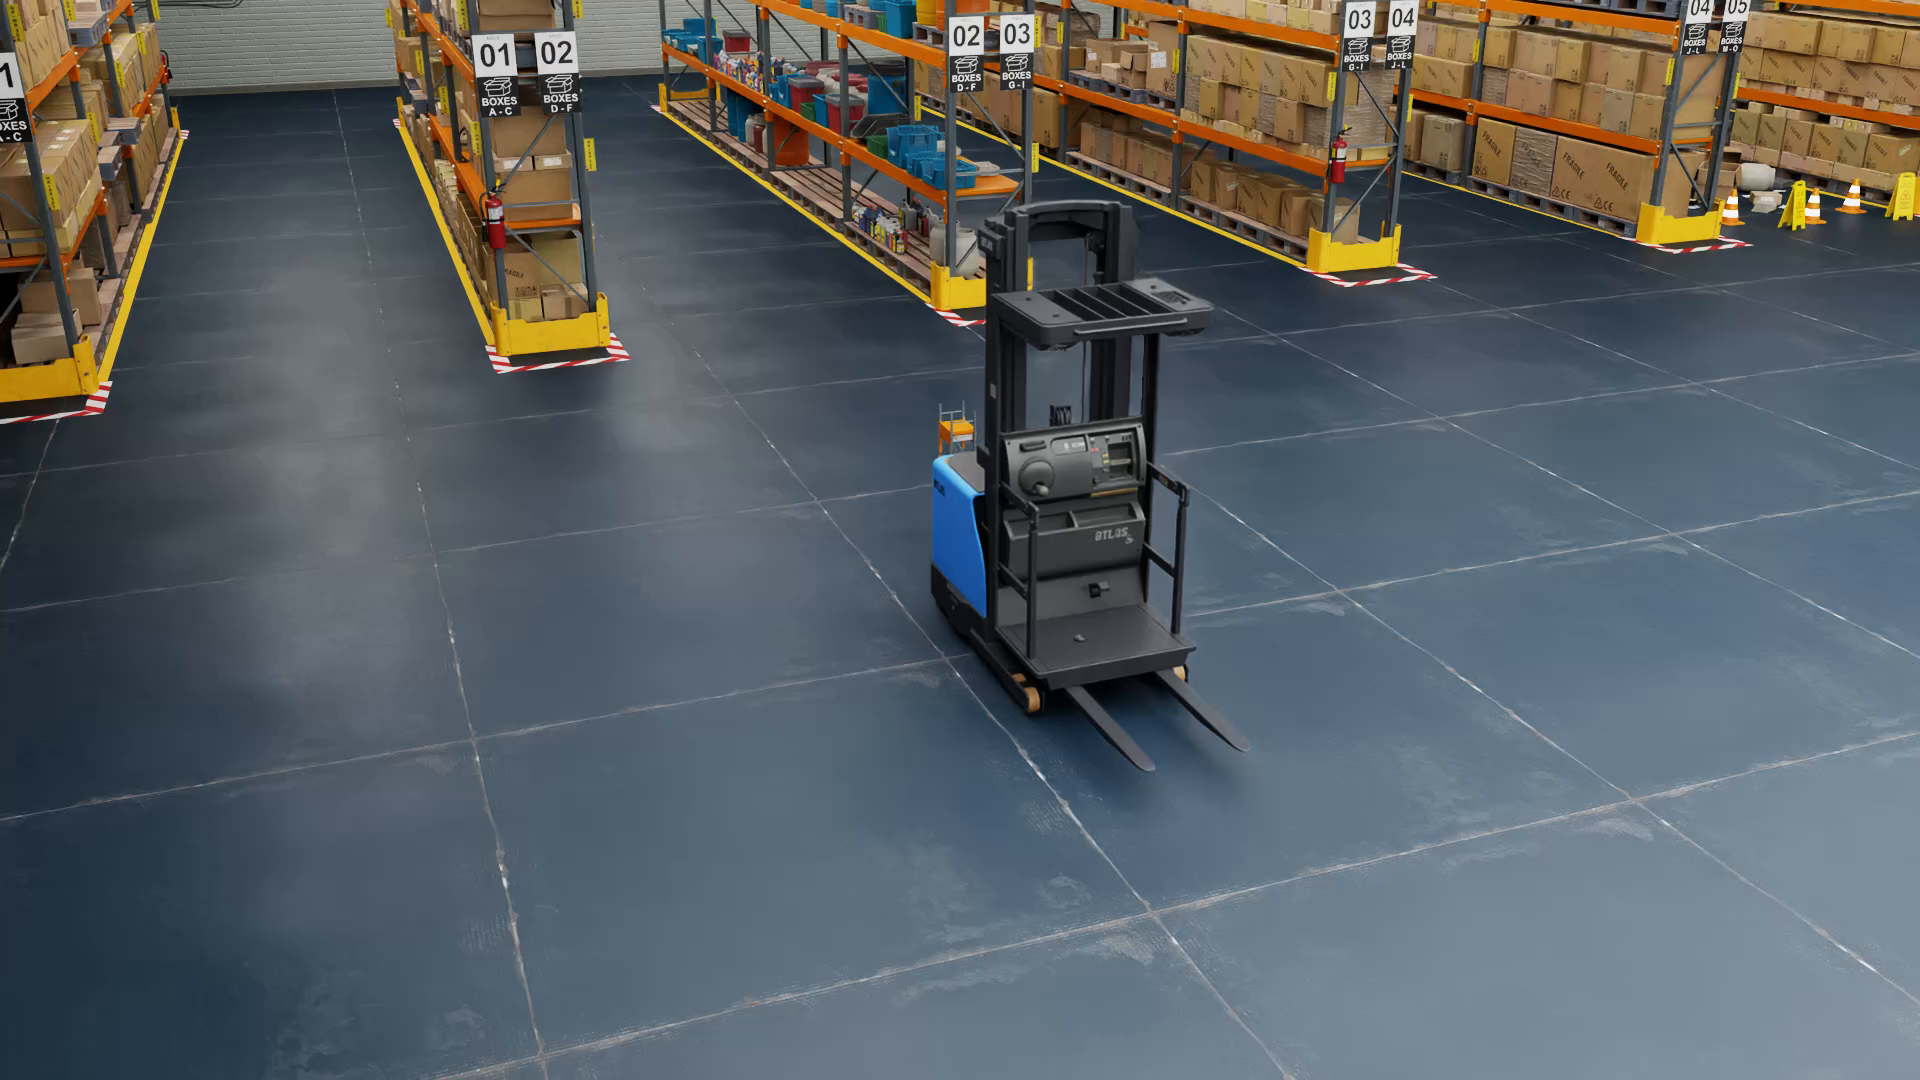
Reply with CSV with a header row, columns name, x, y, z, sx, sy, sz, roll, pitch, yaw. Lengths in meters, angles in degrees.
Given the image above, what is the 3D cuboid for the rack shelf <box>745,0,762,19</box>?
name,x,y,z,sx,sy,sz,roll,pitch,yaw
rack shelf,-3.210,-8.799,26.829,1.077,0.370,4.000,-8,24,-19

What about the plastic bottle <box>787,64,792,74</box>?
name,x,y,z,sx,sy,sz,roll,pitch,yaw
plastic bottle,-2.777,-7.630,27.156,0.097,0.271,0.097,0,23,0

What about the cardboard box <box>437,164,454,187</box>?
name,x,y,z,sx,sy,sz,roll,pitch,yaw
cardboard box,-7.035,-5.108,23.285,0.500,0.311,0.500,-9,24,-20

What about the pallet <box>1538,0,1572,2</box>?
name,x,y,z,sx,sy,sz,roll,pitch,yaw
pallet,8.499,-7.935,23.966,1.003,0.211,1.213,-8,24,-19

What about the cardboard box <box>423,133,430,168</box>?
name,x,y,z,sx,sy,sz,roll,pitch,yaw
cardboard box,-8.062,-6.080,25.965,0.500,0.500,0.500,-9,25,-21

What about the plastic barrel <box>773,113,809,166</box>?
name,x,y,z,sx,sy,sz,roll,pitch,yaw
plastic barrel,-2.692,-6.391,26.304,0.600,0.830,0.708,-8,24,-19

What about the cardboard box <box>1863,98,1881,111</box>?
name,x,y,z,sx,sy,sz,roll,pitch,yaw
cardboard box,13.512,-6.408,24.414,0.380,0.149,0.250,-8,24,-18

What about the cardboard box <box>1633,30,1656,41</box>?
name,x,y,z,sx,sy,sz,roll,pitch,yaw
cardboard box,11.898,-8.679,28.428,0.500,0.500,0.500,-9,25,-21

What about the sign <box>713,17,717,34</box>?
name,x,y,z,sx,sy,sz,roll,pitch,yaw
sign,-4.820,-10.085,32.606,0.100,0.325,0.005,-8,24,-19

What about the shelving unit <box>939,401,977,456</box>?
name,x,y,z,sx,sy,sz,roll,pitch,yaw
shelving unit,-0.019,-0.503,12.592,0.215,1.050,0.252,-8,24,-19

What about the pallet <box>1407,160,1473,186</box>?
name,x,y,z,sx,sy,sz,roll,pitch,yaw
pallet,7.876,-5.877,26.422,1.003,0.211,1.213,-8,24,-19

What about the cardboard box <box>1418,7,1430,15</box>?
name,x,y,z,sx,sy,sz,roll,pitch,yaw
cardboard box,9.585,-10.694,34.132,0.500,0.500,0.500,-8,24,-19

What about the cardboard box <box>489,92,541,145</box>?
name,x,y,z,sx,sy,sz,roll,pitch,yaw
cardboard box,-4.675,-4.462,17.675,0.700,0.500,0.500,-9,24,-20

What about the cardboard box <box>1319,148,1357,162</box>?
name,x,y,z,sx,sy,sz,roll,pitch,yaw
cardboard box,4.663,-4.754,20.491,0.380,0.149,0.250,-8,24,-19

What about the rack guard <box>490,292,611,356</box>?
name,x,y,z,sx,sy,sz,roll,pitch,yaw
rack guard,-4.304,-2.276,17.507,1.175,0.500,0.348,-8,24,-19

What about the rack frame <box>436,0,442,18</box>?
name,x,y,z,sx,sy,sz,roll,pitch,yaw
rack frame,-5.725,-7.655,19.325,1.000,3.000,0.127,-8,24,-19

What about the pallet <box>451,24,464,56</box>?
name,x,y,z,sx,sy,sz,roll,pitch,yaw
pallet,-4.973,-5.483,18.148,1.003,0.211,1.213,-8,24,-19

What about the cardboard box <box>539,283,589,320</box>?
name,x,y,z,sx,sy,sz,roll,pitch,yaw
cardboard box,-4.294,-2.589,18.029,0.500,0.250,0.500,-8,24,-19

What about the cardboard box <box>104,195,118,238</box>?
name,x,y,z,sx,sy,sz,roll,pitch,yaw
cardboard box,-11.193,-4.079,21.218,0.700,0.500,0.500,-8,24,-19

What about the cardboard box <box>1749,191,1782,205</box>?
name,x,y,z,sx,sy,sz,roll,pitch,yaw
cardboard box,11.875,-5.040,24.515,0.380,0.149,0.250,4,23,9

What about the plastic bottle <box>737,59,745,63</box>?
name,x,y,z,sx,sy,sz,roll,pitch,yaw
plastic bottle,-3.640,-7.882,27.749,0.152,0.276,0.135,-8,24,-19

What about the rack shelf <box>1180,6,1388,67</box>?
name,x,y,z,sx,sy,sz,roll,pitch,yaw
rack shelf,4.250,-6.572,21.545,1.077,0.370,4.000,-8,24,-19

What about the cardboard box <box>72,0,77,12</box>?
name,x,y,z,sx,sy,sz,roll,pitch,yaw
cardboard box,-11.400,-6.618,20.569,0.797,0.503,0.637,-5,23,-12

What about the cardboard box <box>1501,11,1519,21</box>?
name,x,y,z,sx,sy,sz,roll,pitch,yaw
cardboard box,10.616,-10.087,31.403,0.500,0.500,0.500,-8,24,-19

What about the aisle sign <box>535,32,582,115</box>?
name,x,y,z,sx,sy,sz,roll,pitch,yaw
aisle sign,-4.003,-4.653,16.580,0.394,0.787,0.004,-8,24,-19

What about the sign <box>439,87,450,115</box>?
name,x,y,z,sx,sy,sz,roll,pitch,yaw
sign,-6.230,-5.309,20.096,0.100,0.325,0.005,-8,24,-19

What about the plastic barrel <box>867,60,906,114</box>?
name,x,y,z,sx,sy,sz,roll,pitch,yaw
plastic barrel,-0.943,-5.982,22.434,0.600,0.901,0.708,-8,24,-19

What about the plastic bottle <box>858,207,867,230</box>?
name,x,y,z,sx,sy,sz,roll,pitch,yaw
plastic bottle,-1.248,-4.227,21.856,0.152,0.276,0.135,-7,24,-17

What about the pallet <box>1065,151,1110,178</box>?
name,x,y,z,sx,sy,sz,roll,pitch,yaw
pallet,2.405,-6.132,27.028,1.003,0.211,1.213,-8,24,-19

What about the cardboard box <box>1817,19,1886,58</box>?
name,x,y,z,sx,sy,sz,roll,pitch,yaw
cardboard box,13.348,-7.510,24.908,0.700,0.500,0.500,-9,24,-19

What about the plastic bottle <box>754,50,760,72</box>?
name,x,y,z,sx,sy,sz,roll,pitch,yaw
plastic bottle,-3.420,-8.144,28.273,0.144,0.351,0.185,-8,24,-19

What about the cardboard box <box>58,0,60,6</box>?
name,x,y,z,sx,sy,sz,roll,pitch,yaw
cardboard box,-9.928,-5.963,17.731,0.500,0.500,0.500,-11,25,-24

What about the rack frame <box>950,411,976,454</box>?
name,x,y,z,sx,sy,sz,roll,pitch,yaw
rack frame,0.024,-0.459,12.487,0.200,1.050,0.008,-8,24,-19

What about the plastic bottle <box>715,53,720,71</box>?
name,x,y,z,sx,sy,sz,roll,pitch,yaw
plastic bottle,-4.139,-8.181,28.449,0.061,0.283,0.133,-8,24,-19

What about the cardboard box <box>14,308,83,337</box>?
name,x,y,z,sx,sy,sz,roll,pitch,yaw
cardboard box,-9.307,-2.190,16.980,0.500,0.311,0.500,-6,24,-15

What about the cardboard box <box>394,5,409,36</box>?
name,x,y,z,sx,sy,sz,roll,pitch,yaw
cardboard box,-9.510,-9.004,28.835,0.500,0.500,0.500,-9,24,-19

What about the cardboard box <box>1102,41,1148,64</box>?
name,x,y,z,sx,sy,sz,roll,pitch,yaw
cardboard box,2.649,-7.561,26.158,0.700,0.500,0.500,-5,23,-11

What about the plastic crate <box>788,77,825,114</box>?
name,x,y,z,sx,sy,sz,roll,pitch,yaw
plastic crate,-2.219,-6.422,24.043,0.402,0.464,0.583,-8,24,-19

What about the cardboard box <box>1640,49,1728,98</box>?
name,x,y,z,sx,sy,sz,roll,pitch,yaw
cardboard box,9.537,-6.145,21.885,0.875,0.550,0.550,-8,24,-19

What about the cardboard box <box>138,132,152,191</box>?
name,x,y,z,sx,sy,sz,roll,pitch,yaw
cardboard box,-12.212,-5.470,24.093,0.750,0.750,0.750,-8,24,-19

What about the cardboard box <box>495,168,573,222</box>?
name,x,y,z,sx,sy,sz,roll,pitch,yaw
cardboard box,-4.465,-3.654,17.429,0.700,0.500,0.500,-8,24,-19

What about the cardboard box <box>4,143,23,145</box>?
name,x,y,z,sx,sy,sz,roll,pitch,yaw
cardboard box,-10.038,-3.925,17.403,0.500,0.500,0.500,-8,24,-18

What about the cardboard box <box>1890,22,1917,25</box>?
name,x,y,z,sx,sy,sz,roll,pitch,yaw
cardboard box,16.732,-9.097,29.509,0.380,0.149,0.250,-9,24,-20

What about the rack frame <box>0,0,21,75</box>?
name,x,y,z,sx,sy,sz,roll,pitch,yaw
rack frame,-8.945,-5.520,14.261,1.000,3.000,0.127,-8,24,-19

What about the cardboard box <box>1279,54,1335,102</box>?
name,x,y,z,sx,sy,sz,roll,pitch,yaw
cardboard box,4.349,-5.785,20.815,0.500,0.500,0.500,-8,24,-19

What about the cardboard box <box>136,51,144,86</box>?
name,x,y,z,sx,sy,sz,roll,pitch,yaw
cardboard box,-12.786,-7.175,25.374,0.500,0.500,0.500,-9,24,-20

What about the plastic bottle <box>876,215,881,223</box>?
name,x,y,z,sx,sy,sz,roll,pitch,yaw
plastic bottle,-1.040,-4.047,21.436,0.097,0.271,0.097,0,23,0

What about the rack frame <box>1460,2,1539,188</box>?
name,x,y,z,sx,sy,sz,roll,pitch,yaw
rack frame,8.219,-6.892,25.240,1.000,3.000,0.127,-8,24,-19

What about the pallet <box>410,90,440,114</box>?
name,x,y,z,sx,sy,sz,roll,pitch,yaw
pallet,-7.444,-6.492,24.538,1.213,0.211,1.003,-8,24,-19

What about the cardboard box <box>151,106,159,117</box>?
name,x,y,z,sx,sy,sz,roll,pitch,yaw
cardboard box,-13.488,-7.082,27.532,0.380,0.149,0.250,-9,24,-20

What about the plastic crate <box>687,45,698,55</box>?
name,x,y,z,sx,sy,sz,roll,pitch,yaw
plastic crate,-4.813,-8.973,30.439,0.293,0.136,0.466,-8,24,-19

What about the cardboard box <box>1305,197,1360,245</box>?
name,x,y,z,sx,sy,sz,roll,pitch,yaw
cardboard box,4.752,-4.066,21.212,0.500,0.500,0.500,-4,23,-9

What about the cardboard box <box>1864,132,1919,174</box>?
name,x,y,z,sx,sy,sz,roll,pitch,yaw
cardboard box,13.701,-5.682,24.402,0.500,0.500,0.500,-8,24,-19

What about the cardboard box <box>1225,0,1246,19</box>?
name,x,y,z,sx,sy,sz,roll,pitch,yaw
cardboard box,3.820,-6.989,21.801,0.500,0.250,0.500,-9,25,-21

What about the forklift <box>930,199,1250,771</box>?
name,x,y,z,sx,sy,sz,roll,pitch,yaw
forklift,0.790,-0.471,10.095,1.130,2.935,3.031,-8,24,-19

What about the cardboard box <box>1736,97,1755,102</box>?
name,x,y,z,sx,sy,sz,roll,pitch,yaw
cardboard box,15.693,-8.909,32.704,0.500,0.500,0.500,-8,24,-17

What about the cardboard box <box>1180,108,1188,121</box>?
name,x,y,z,sx,sy,sz,roll,pitch,yaw
cardboard box,3.338,-6.013,23.478,0.380,0.149,0.250,-8,24,-19

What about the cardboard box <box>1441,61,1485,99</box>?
name,x,y,z,sx,sy,sz,roll,pitch,yaw
cardboard box,7.785,-7.091,25.583,0.500,0.500,0.500,-8,24,-19
